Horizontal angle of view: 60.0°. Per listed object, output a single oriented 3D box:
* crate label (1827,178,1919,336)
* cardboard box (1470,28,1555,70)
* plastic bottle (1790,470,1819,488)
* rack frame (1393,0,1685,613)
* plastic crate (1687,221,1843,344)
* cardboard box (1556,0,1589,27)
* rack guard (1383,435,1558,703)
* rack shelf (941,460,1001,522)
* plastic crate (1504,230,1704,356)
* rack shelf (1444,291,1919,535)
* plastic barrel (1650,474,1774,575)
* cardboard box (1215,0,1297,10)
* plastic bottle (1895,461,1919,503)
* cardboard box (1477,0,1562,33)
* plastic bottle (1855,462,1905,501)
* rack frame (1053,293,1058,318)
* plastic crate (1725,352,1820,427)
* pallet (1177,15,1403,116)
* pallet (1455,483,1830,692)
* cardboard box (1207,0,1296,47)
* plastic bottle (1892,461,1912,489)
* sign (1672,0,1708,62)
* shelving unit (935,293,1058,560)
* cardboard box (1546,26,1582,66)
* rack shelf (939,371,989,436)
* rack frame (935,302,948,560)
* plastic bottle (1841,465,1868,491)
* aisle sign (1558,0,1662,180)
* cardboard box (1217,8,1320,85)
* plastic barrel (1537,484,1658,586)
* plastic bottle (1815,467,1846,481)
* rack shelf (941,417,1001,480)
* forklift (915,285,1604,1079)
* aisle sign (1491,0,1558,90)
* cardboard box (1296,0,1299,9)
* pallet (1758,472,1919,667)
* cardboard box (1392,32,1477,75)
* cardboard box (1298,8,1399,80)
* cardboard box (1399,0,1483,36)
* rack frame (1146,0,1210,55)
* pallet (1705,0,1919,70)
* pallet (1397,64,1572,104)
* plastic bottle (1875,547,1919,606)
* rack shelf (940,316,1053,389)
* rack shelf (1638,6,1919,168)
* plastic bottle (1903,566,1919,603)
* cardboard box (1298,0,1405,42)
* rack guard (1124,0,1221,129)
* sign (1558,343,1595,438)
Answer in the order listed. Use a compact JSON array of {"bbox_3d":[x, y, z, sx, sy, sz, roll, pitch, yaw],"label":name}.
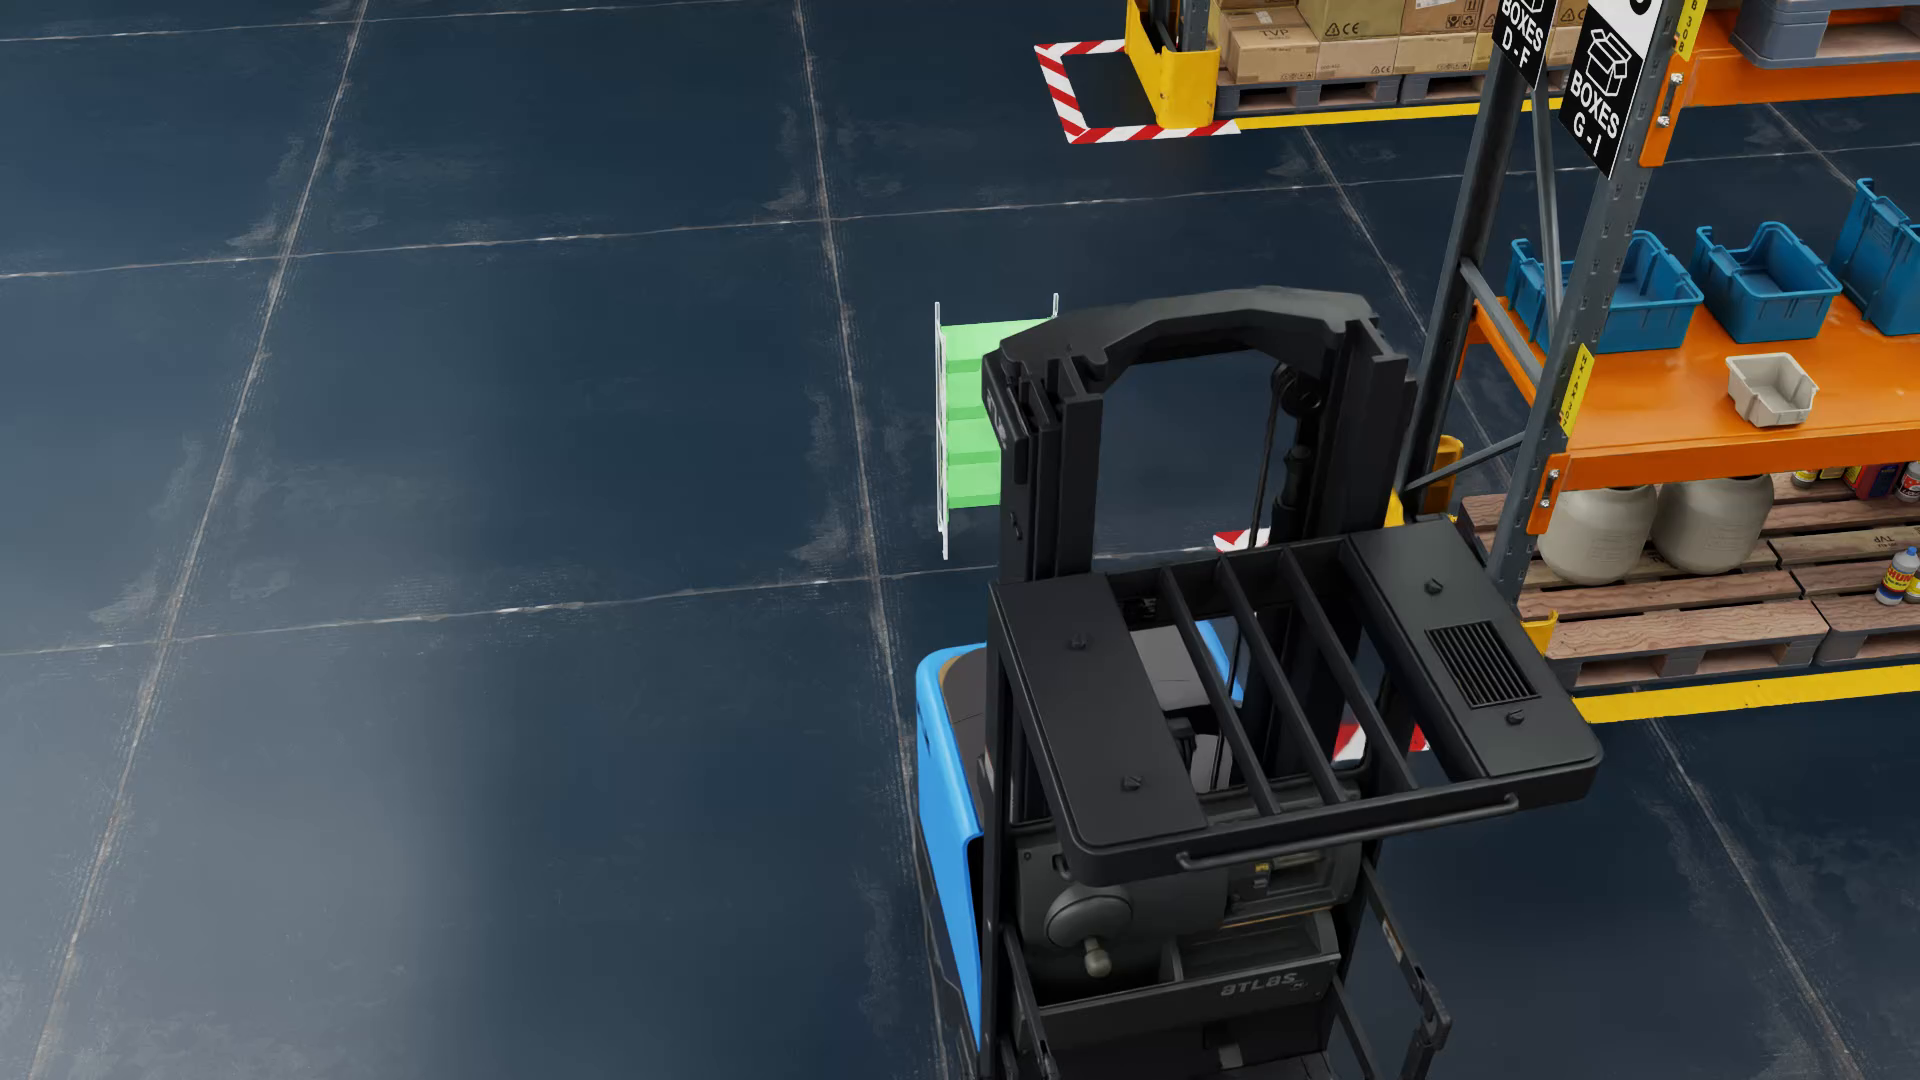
[{"bbox_3d":[3.786,-1.115,6.435,0.616,0.435,0.502,-5,42,-6],"label":"crate label"},{"bbox_3d":[3.406,-3.215,10.529,0.500,0.250,0.500,-5,42,-6],"label":"cardboard box"},{"bbox_3d":[3.761,-0.337,7.360,0.097,0.201,0.097,0,42,0],"label":"plastic bottle"},{"bbox_3d":[1.996,-0.762,6.071,0.127,3.000,1.000,-5,42,-6],"label":"rack frame"},{"bbox_3d":[3.098,-1.002,6.447,0.408,0.251,0.499,-5,42,-6],"label":"plastic crate"},{"bbox_3d":[3.900,-3.546,10.336,0.500,0.500,0.500,-5,42,-6],"label":"cardboard box"},{"bbox_3d":[2.066,0.128,6.950,0.348,0.500,1.175,-5,42,-6],"label":"rack guard"},{"bbox_3d":[0.164,-0.234,7.283,0.480,0.148,0.258,-5,42,-6],"label":"rack shelf"},{"bbox_3d":[2.454,-0.949,6.389,0.616,0.251,0.499,-5,42,-6],"label":"plastic crate"},{"bbox_3d":[3.979,-0.669,6.504,4.000,0.370,1.077,-5,42,-6],"label":"rack shelf"},{"bbox_3d":[3.136,-0.146,6.931,0.421,0.512,0.421,0,42,0],"label":"plastic barrel"},{"bbox_3d":[1.851,-3.710,10.518,0.500,0.500,0.500,-5,42,-6],"label":"cardboard box"},{"bbox_3d":[4.186,-0.272,7.287,0.097,0.201,0.097,0,42,0],"label":"plastic bottle"},{"bbox_3d":[3.406,-3.493,10.277,0.500,0.500,0.500,-5,42,-6],"label":"cardboard box"},{"bbox_3d":[4.028,-0.300,7.258,0.133,0.283,0.061,-5,42,-6],"label":"plastic bottle"},{"bbox_3d":[0.406,-0.481,7.103,0.015,1.200,0.240,-5,42,-6],"label":"rack frame"},{"bbox_3d":[2.925,-0.528,6.008,0.250,0.136,0.298,-5,42,-6],"label":"plastic crate"},{"bbox_3d":[2.111,-3.111,10.756,1.213,0.211,1.003,-5,42,-6],"label":"pallet"},{"bbox_3d":[2.872,0.169,7.121,1.213,0.211,1.003,-5,42,-6],"label":"pallet"},{"bbox_3d":[1.851,-3.430,10.767,0.500,0.250,0.500,-5,42,-6],"label":"cardboard box"},{"bbox_3d":[4.152,-0.380,7.352,0.135,0.276,0.152,-6,42,-7],"label":"plastic bottle"},{"bbox_3d":[2.063,-1.514,4.657,0.005,0.325,0.100,-5,42,-6],"label":"sign"},{"bbox_3d":[0.164,-0.460,7.079,0.503,1.200,0.258,-5,42,-6],"label":"shelving unit"},{"bbox_3d":[3.902,-3.259,10.578,0.500,0.250,0.500,-5,42,-6],"label":"cardboard box"},{"bbox_3d":[0.164,-0.591,6.961,0.480,0.148,0.258,-5,42,-6],"label":"rack shelf"},{"bbox_3d":[-0.078,-0.439,7.056,0.015,1.200,0.240,-5,42,-6],"label":"rack frame"},{"bbox_3d":[4.014,-0.368,7.339,0.135,0.276,0.152,-5,42,-5],"label":"plastic bottle"},{"bbox_3d":[1.963,-1.527,4.977,0.004,0.787,0.394,-5,42,-6],"label":"aisle sign"},{"bbox_3d":[1.918,-3.086,10.386,0.500,0.250,0.500,-5,42,-6],"label":"cardboard box"},{"bbox_3d":[2.639,-0.102,6.883,0.421,0.512,0.421,0,42,0],"label":"plastic barrel"},{"bbox_3d":[3.874,-0.390,7.357,0.133,0.283,0.061,-4,42,-4],"label":"plastic bottle"},{"bbox_3d":[0.164,-0.412,7.122,0.480,0.148,0.258,-5,42,-6],"label":"rack shelf"},{"bbox_3d":[0.655,0.973,4.198,1.130,2.935,3.031,-8,43,-9],"label":"forklift"},{"bbox_3d":[1.886,-1.918,5.412,0.004,0.787,0.394,-5,42,-6],"label":"aisle sign"},{"bbox_3d":[2.345,-3.481,10.824,0.500,0.250,0.500,-5,42,-6],"label":"cardboard box"},{"bbox_3d":[4.079,0.065,7.236,1.213,0.211,1.003,-5,42,-6],"label":"pallet"},{"bbox_3d":[2.910,-3.175,10.485,0.500,0.250,0.500,-5,42,-6],"label":"cardboard box"},{"bbox_3d":[2.414,-3.132,10.437,0.500,0.250,0.500,-5,42,-6],"label":"cardboard box"},{"bbox_3d":[2.908,-3.461,10.242,0.500,0.500,0.500,-5,42,-6],"label":"cardboard box"},{"bbox_3d":[1.358,-4.052,9.718,0.127,3.000,1.000,-5,42,-6],"label":"rack frame"},{"bbox_3d":[2.829,-1.813,5.137,1.213,0.211,1.003,-5,42,-6],"label":"pallet"},{"bbox_3d":[3.318,-3.215,10.871,1.213,0.211,1.003,-5,42,-6],"label":"pallet"},{"bbox_3d":[3.835,0.137,6.782,0.097,0.271,0.097,0,42,0],"label":"plastic bottle"},{"bbox_3d":[0.164,-0.769,6.800,0.480,0.148,0.258,-5,42,-6],"label":"rack shelf"},{"bbox_3d":[3.979,-1.783,5.499,4.000,0.370,1.077,-5,42,-6],"label":"rack shelf"},{"bbox_3d":[3.937,0.154,6.815,0.097,0.201,0.097,0,42,0],"label":"plastic bottle"},{"bbox_3d":[2.414,-3.409,10.185,0.500,0.500,0.500,-5,42,-6],"label":"cardboard box"},{"bbox_3d":[1.334,-3.122,10.553,0.348,0.500,1.175,-5,42,-6],"label":"rack guard"},{"bbox_3d":[2.063,-0.499,5.572,0.005,0.325,0.100,-5,42,-6],"label":"sign"}]
